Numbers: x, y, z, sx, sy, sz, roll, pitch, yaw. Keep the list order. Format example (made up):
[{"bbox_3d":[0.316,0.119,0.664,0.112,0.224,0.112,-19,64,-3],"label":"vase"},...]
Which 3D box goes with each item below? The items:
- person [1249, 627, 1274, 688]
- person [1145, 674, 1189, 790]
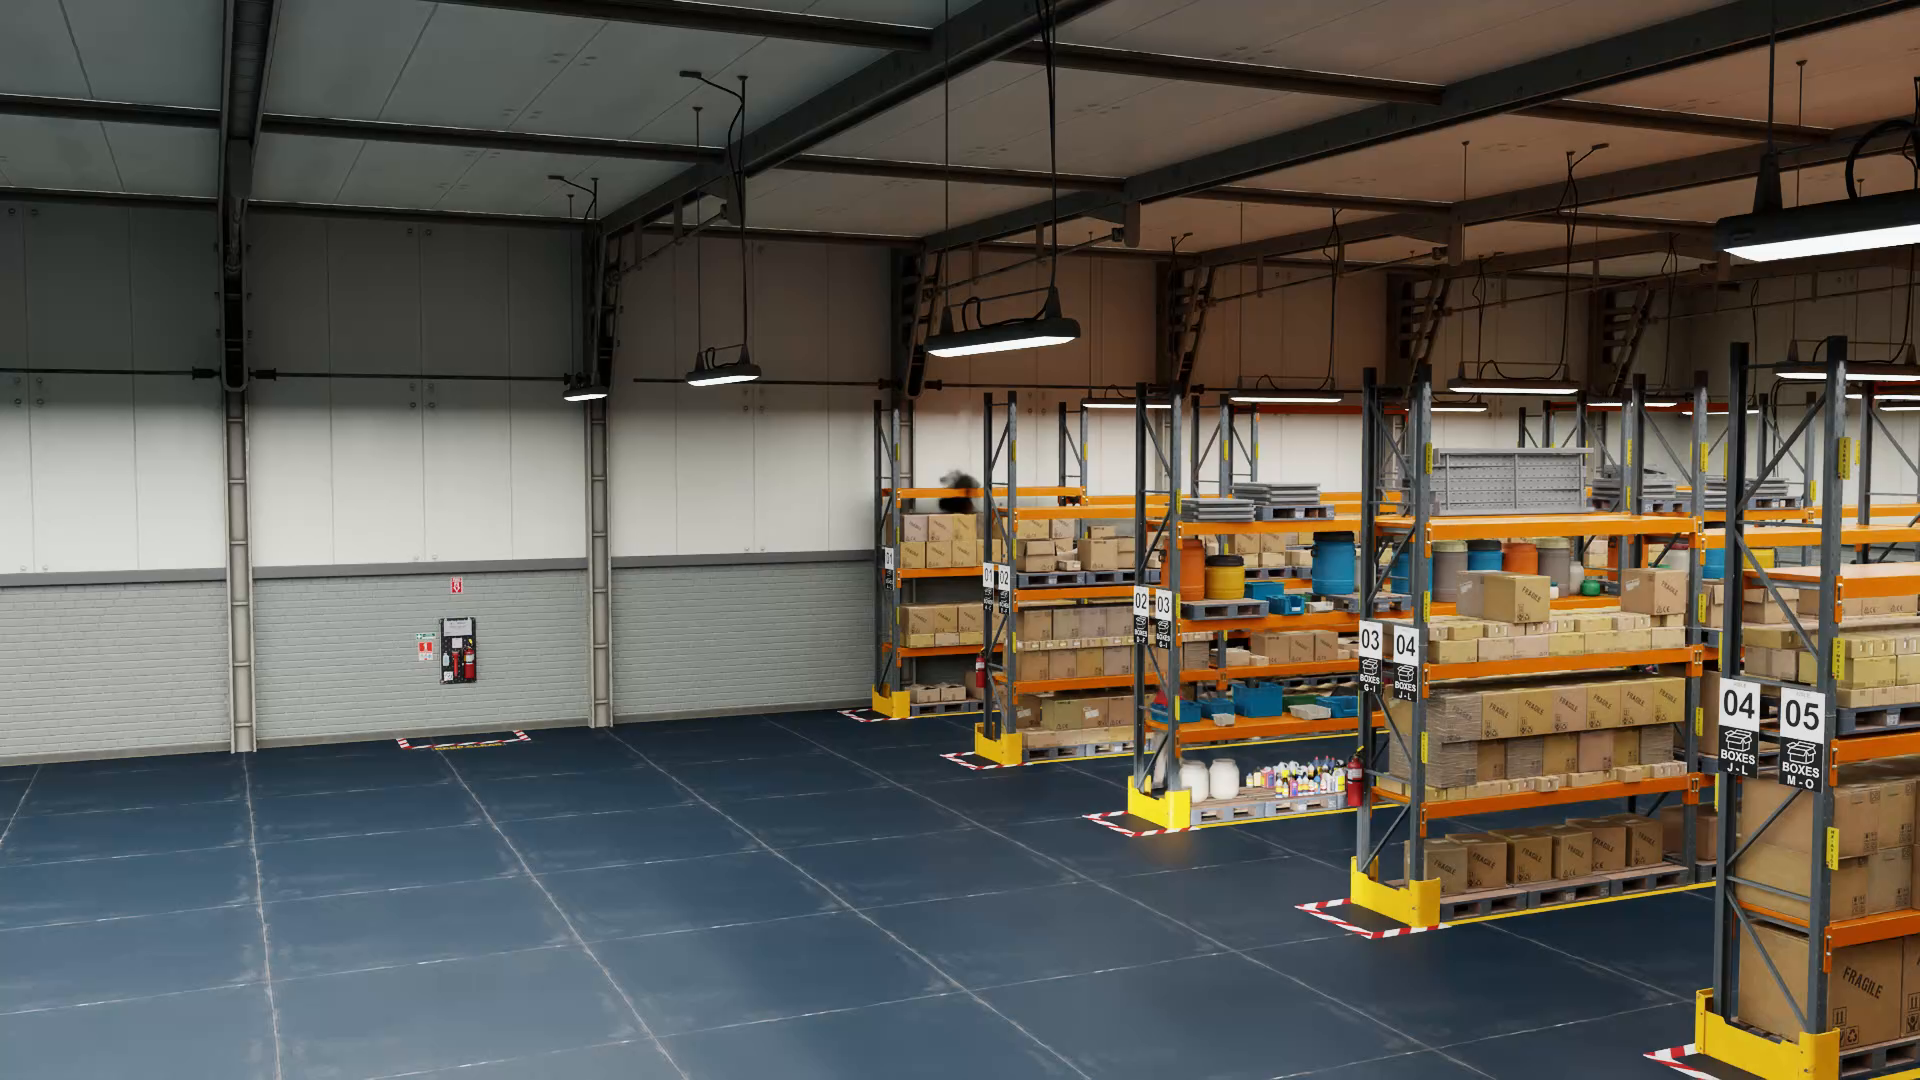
[{"bbox_3d":[5.814,2.434,31.432,0.965,1.761,0.718,-2,4,-29],"label":"person"},{"bbox_3d":[3.114,2.855,24.897,0.859,1.701,0.684,-1,4,-22],"label":"person"}]
